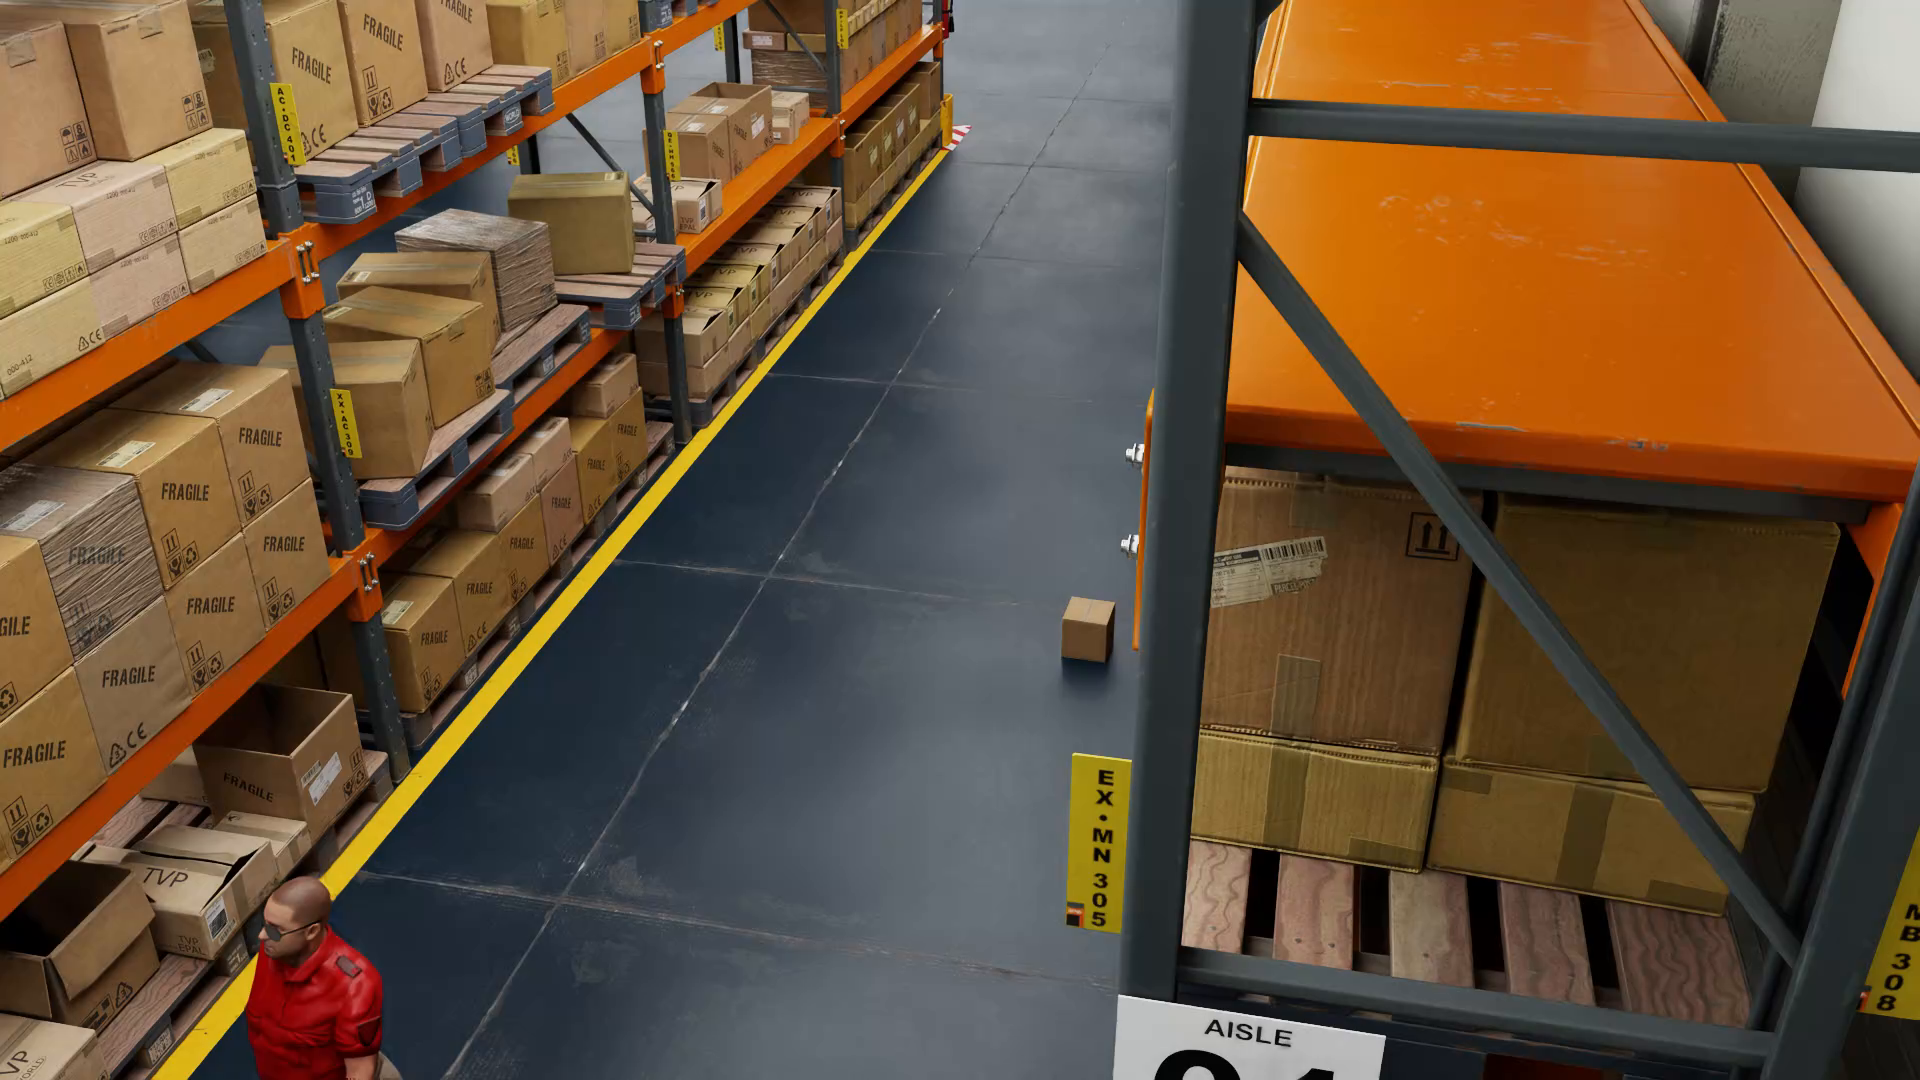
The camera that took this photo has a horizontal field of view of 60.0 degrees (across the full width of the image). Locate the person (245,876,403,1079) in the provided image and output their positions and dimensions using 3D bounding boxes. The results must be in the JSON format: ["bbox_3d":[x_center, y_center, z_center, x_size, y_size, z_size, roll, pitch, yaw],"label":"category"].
[{"bbox_3d":[-2.051,1.818,5.284,0.531,1.662,1.020,13,31,23],"label":"person"}]
